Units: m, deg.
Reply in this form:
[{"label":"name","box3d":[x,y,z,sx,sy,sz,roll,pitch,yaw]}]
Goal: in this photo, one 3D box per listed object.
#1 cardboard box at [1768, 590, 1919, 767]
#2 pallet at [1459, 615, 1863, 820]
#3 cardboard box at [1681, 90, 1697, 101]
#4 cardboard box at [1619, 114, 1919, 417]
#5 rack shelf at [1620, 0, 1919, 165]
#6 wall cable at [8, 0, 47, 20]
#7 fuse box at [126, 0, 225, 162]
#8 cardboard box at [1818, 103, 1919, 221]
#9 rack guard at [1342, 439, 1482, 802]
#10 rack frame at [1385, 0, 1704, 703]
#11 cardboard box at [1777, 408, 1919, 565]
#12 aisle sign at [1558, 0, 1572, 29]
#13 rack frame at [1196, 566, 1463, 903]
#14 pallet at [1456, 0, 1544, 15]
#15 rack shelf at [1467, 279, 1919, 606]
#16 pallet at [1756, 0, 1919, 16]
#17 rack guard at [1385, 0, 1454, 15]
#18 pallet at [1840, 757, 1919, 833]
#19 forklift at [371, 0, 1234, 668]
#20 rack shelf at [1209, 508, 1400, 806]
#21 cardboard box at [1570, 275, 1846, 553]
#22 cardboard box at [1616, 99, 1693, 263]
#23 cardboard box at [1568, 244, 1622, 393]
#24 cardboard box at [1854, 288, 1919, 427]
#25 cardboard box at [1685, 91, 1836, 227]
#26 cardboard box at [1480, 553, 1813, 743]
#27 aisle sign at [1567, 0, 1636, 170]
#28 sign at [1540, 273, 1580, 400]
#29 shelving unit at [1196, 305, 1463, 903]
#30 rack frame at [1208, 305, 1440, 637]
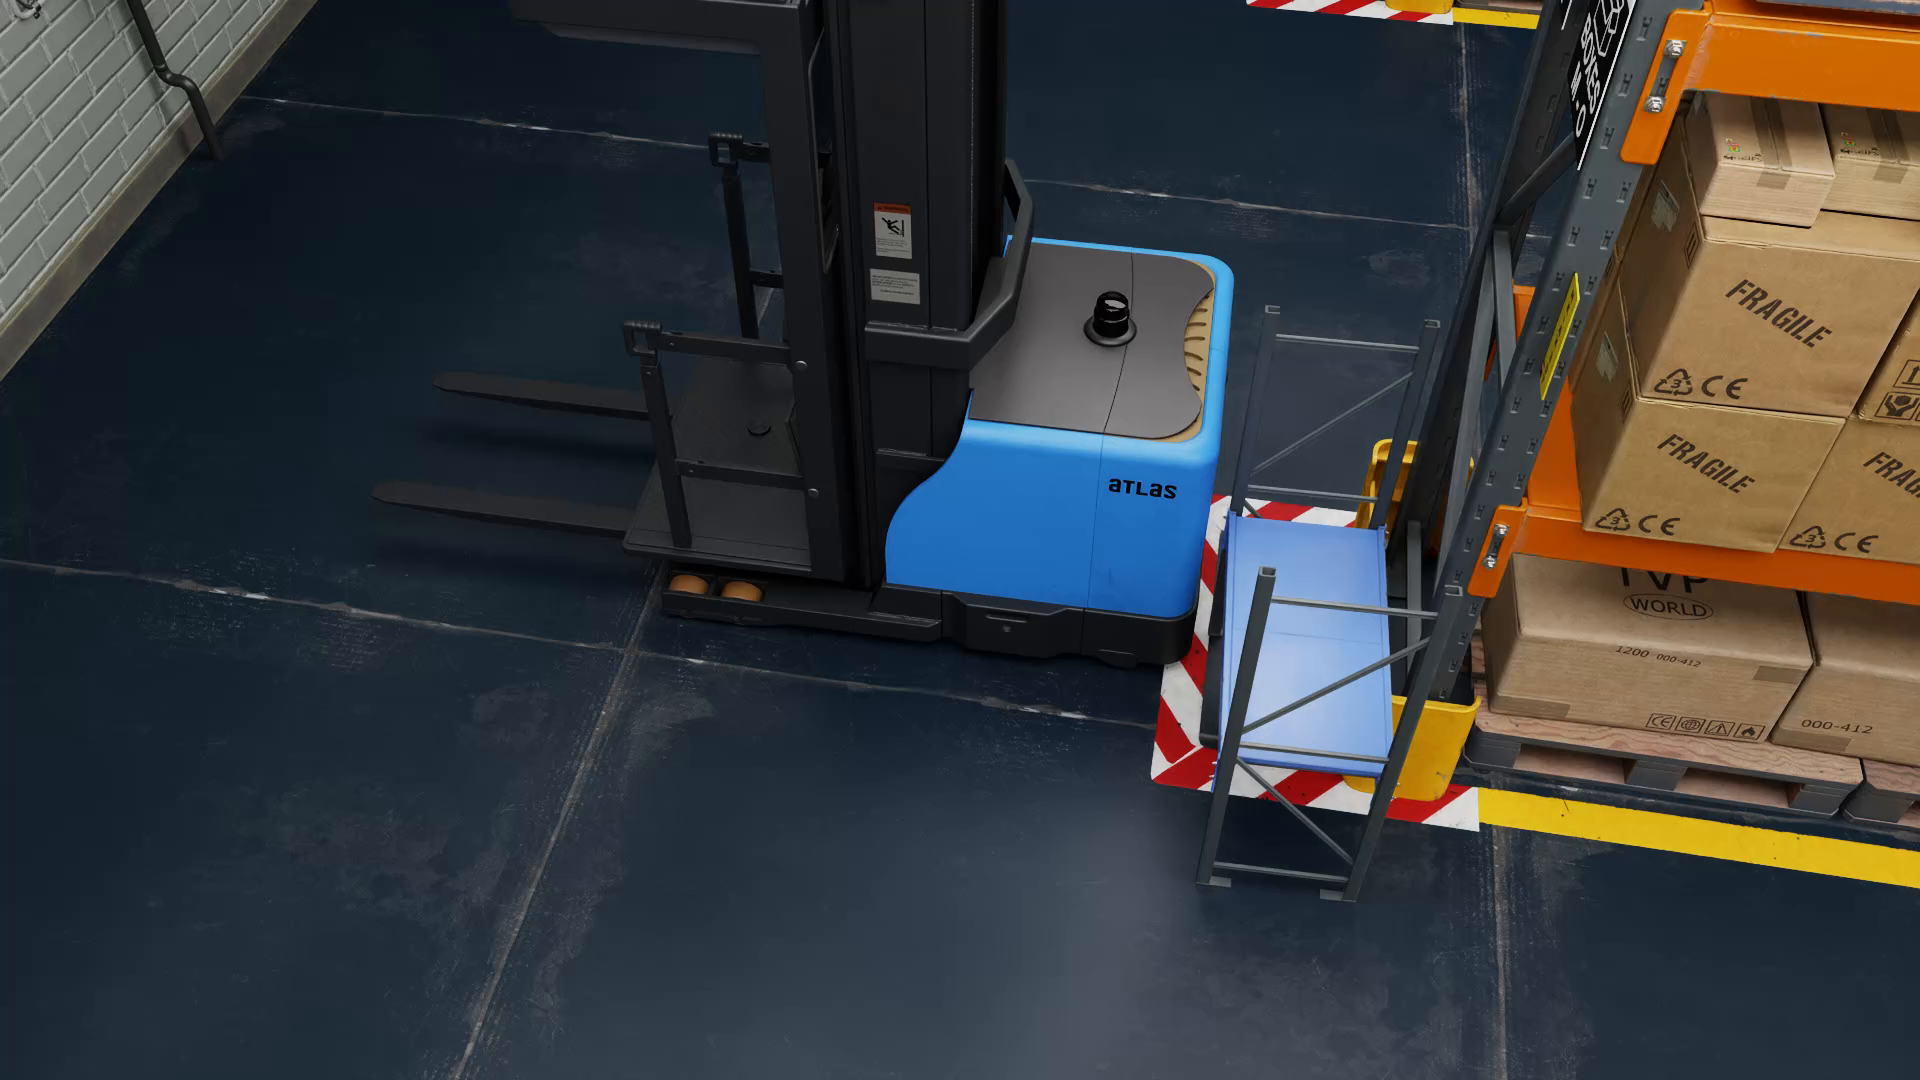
[{"label":"cardboard box","box3d":[3.129,0.265,5.436,0.875,0.438,0.875,9,49,8]},{"label":"pallet","box3d":[2.360,0.400,5.749,1.213,0.211,1.003,8,49,7]},{"label":"cardboard box","box3d":[1.948,-1.264,4.194,0.250,0.149,0.380,8,49,7]},{"label":"cardboard box","box3d":[1.981,-0.676,4.101,0.500,0.500,0.500,7,48,6]},{"label":"rack shelf","box3d":[3.527,-1.078,3.669,4.000,0.370,1.077,8,49,7]},{"label":"wall cable","box3d":[-3.753,-2.689,5.966,0.122,1.984,0.588,8,49,7]},{"label":"fuse box","box3d":[-3.477,-2.397,7.253,0.414,1.711,0.539,8,49,7]},{"label":"cardboard box","box3d":[2.130,-0.933,3.896,0.250,0.149,0.380,9,49,8]},{"label":"rack guard","box3d":[1.536,0.252,5.688,0.348,0.500,1.175,8,49,7]},{"label":"rack frame","box3d":[1.559,-0.580,4.755,0.127,3.000,1.000,8,49,7]},{"label":"cardboard box","box3d":[2.483,-0.294,4.430,0.500,0.500,0.500,7,48,6]},{"label":"aisle sign","box3d":[1.544,-1.686,4.000,0.004,0.787,0.394,8,49,7]},{"label":"rack frame","box3d":[0.997,0.603,4.700,0.500,1.500,0.032,6,48,5]},{"label":"pallet","box3d":[3.298,-3.167,8.954,1.213,0.211,1.003,8,49,7]},{"label":"rack shelf","box3d":[3.527,-0.075,4.785,4.000,0.370,1.077,8,49,7]},{"label":"pallet","box3d":[2.291,-1.463,3.591,1.213,0.211,1.003,8,49,7]},{"label":"rack guard","box3d":[2.513,-3.369,8.941,0.348,0.500,1.175,8,49,7]},{"label":"pallet","box3d":[3.557,0.563,5.602,1.213,0.211,1.003,8,49,7]},{"label":"forklift","box3d":[-0.616,-1.055,5.228,3.031,2.935,1.130,7,48,6]},{"label":"rack shelf","box3d":[1.066,0.349,5.170,0.538,0.185,1.000,6,48,5]},{"label":"cardboard box","box3d":[1.981,-0.340,4.472,0.500,0.500,0.500,7,48,7]},{"label":"cardboard box","box3d":[2.076,-1.059,4.445,0.500,0.500,0.500,9,49,8]},{"label":"cardboard box","box3d":[2.081,-0.744,4.835,0.500,0.500,0.500,8,49,7]},{"label":"cardboard box","box3d":[2.491,-0.613,4.045,0.500,0.500,0.500,6,48,6]},{"label":"cardboard box","box3d":[1.859,-0.915,3.880,0.250,0.149,0.380,9,49,8]},{"label":"cardboard box","box3d":[2.227,0.150,5.539,0.875,0.438,0.875,6,48,6]},{"label":"aisle sign","box3d":[1.437,-1.247,3.606,0.004,0.787,0.394,8,49,7]},{"label":"sign","box3d":[1.455,-0.491,4.039,0.005,0.325,0.100,8,49,7]},{"label":"shelving unit","box3d":[1.066,0.229,5.036,0.538,1.500,1.048,6,48,5]},{"label":"rack frame","box3d":[1.136,-0.146,5.373,0.500,1.500,0.032,6,48,5]}]
